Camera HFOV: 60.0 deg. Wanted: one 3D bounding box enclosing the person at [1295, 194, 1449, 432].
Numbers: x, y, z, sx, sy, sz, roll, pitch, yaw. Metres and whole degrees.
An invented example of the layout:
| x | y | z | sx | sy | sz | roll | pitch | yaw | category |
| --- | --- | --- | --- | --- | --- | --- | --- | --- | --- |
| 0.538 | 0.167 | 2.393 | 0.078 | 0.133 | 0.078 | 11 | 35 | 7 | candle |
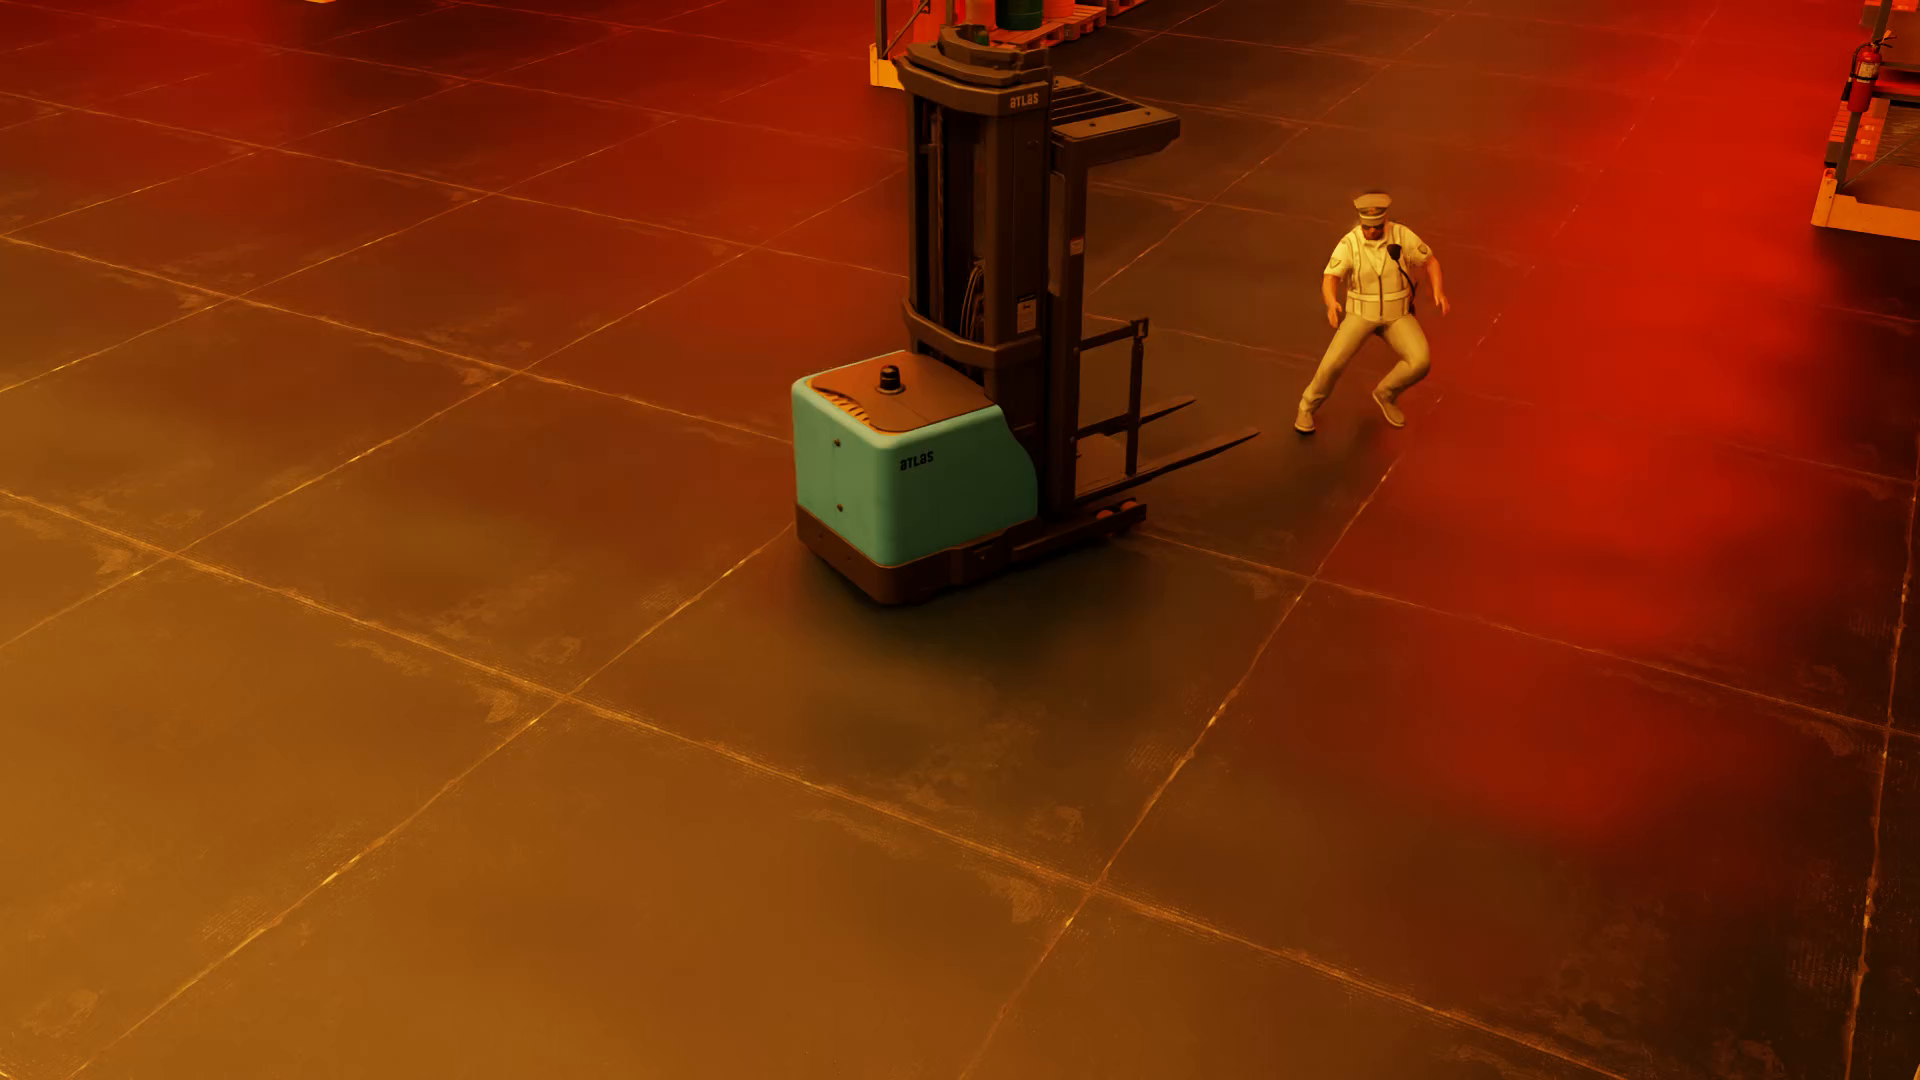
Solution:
| x | y | z | sx | sy | sz | roll | pitch | yaw | category |
| --- | --- | --- | --- | --- | --- | --- | --- | --- | --- |
| 2.736 | -1.470 | 10.978 | 0.894 | 1.560 | 0.781 | 4 | 30 | 7 | person |

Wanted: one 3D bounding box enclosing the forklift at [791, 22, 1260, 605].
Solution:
| x | y | z | sx | sy | sz | roll | pitch | yaw | category |
| --- | --- | --- | --- | --- | --- | --- | --- | --- | --- |
| 0.520 | -1.478 | 9.632 | 3.031 | 2.935 | 1.130 | -20 | 35 | -30 | forklift |
